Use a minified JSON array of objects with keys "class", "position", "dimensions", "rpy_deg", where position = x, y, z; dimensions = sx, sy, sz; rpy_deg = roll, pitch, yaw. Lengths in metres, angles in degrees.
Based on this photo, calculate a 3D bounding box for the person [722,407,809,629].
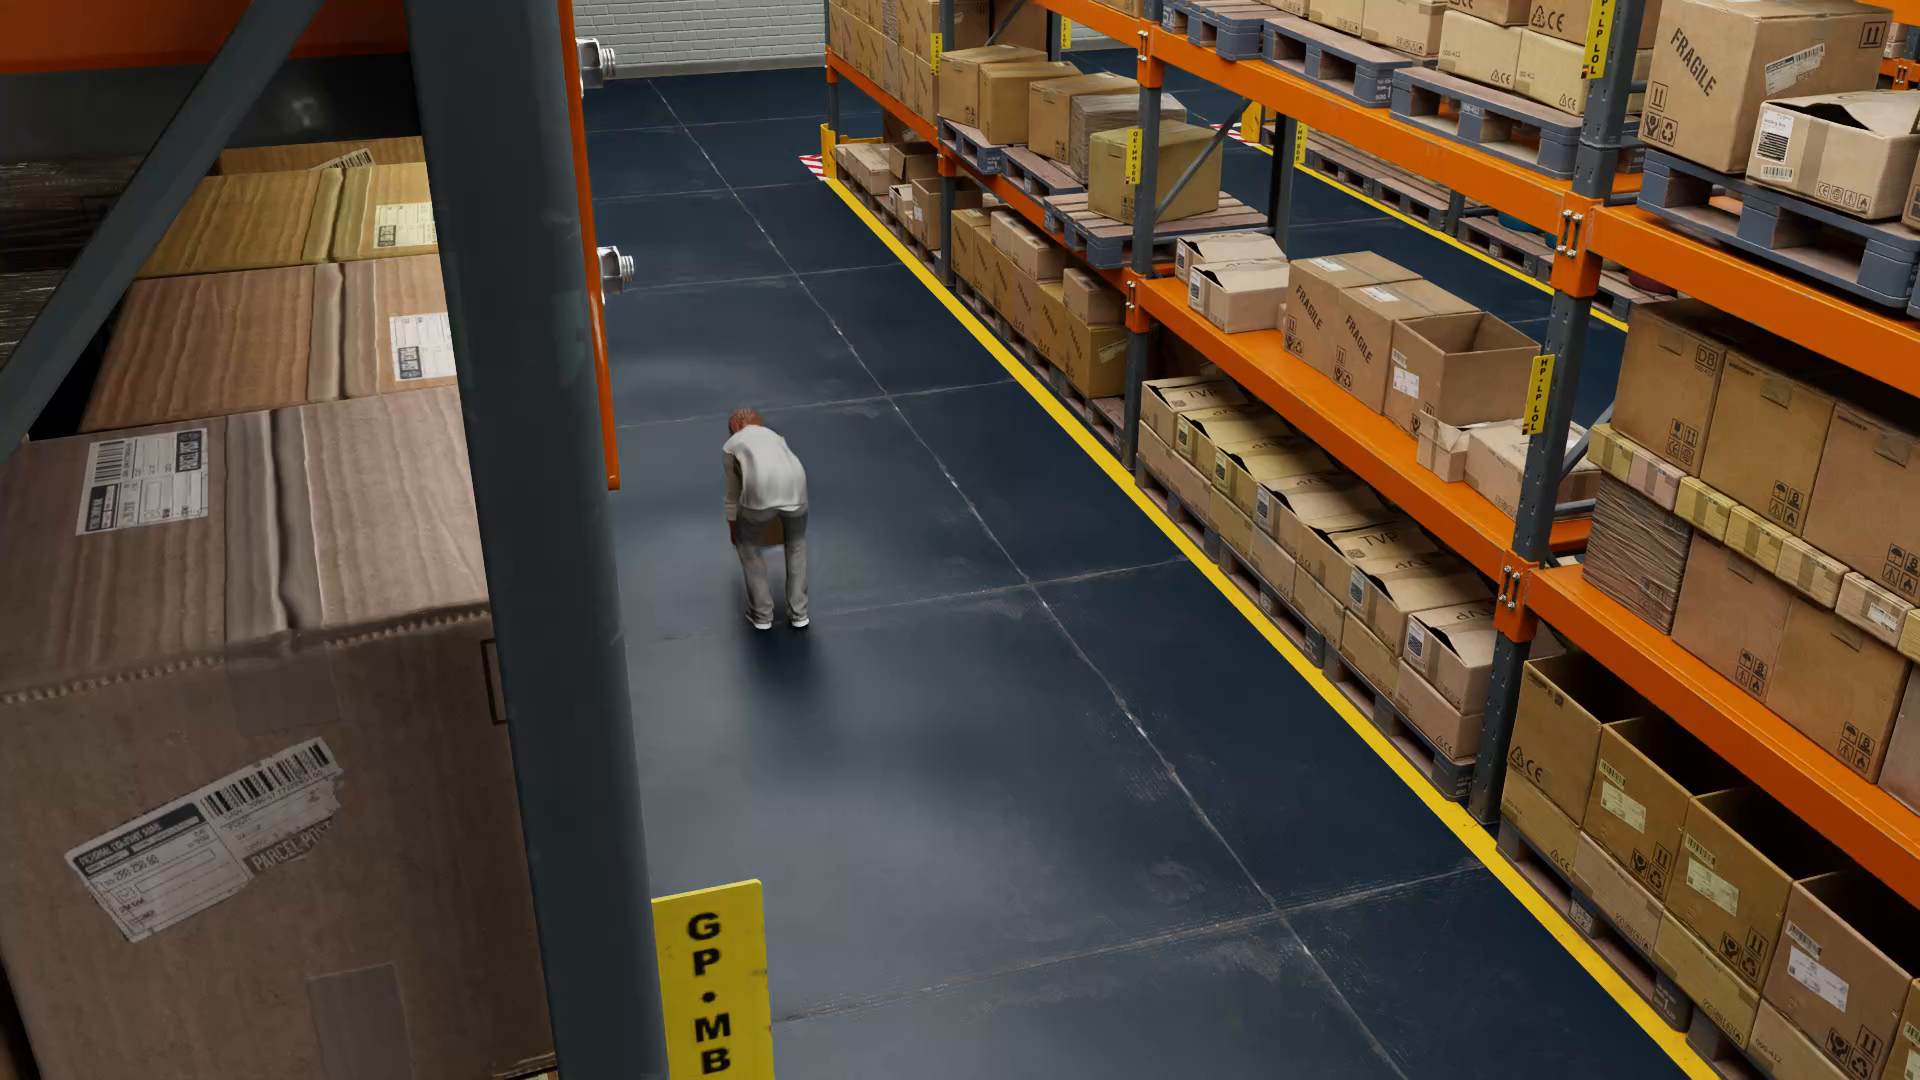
[{"class":"person","position":[-1.051,-0.109,8.953],"dimensions":[0.386,1.051,0.864],"rpy_deg":[-9,28,-18]}]
